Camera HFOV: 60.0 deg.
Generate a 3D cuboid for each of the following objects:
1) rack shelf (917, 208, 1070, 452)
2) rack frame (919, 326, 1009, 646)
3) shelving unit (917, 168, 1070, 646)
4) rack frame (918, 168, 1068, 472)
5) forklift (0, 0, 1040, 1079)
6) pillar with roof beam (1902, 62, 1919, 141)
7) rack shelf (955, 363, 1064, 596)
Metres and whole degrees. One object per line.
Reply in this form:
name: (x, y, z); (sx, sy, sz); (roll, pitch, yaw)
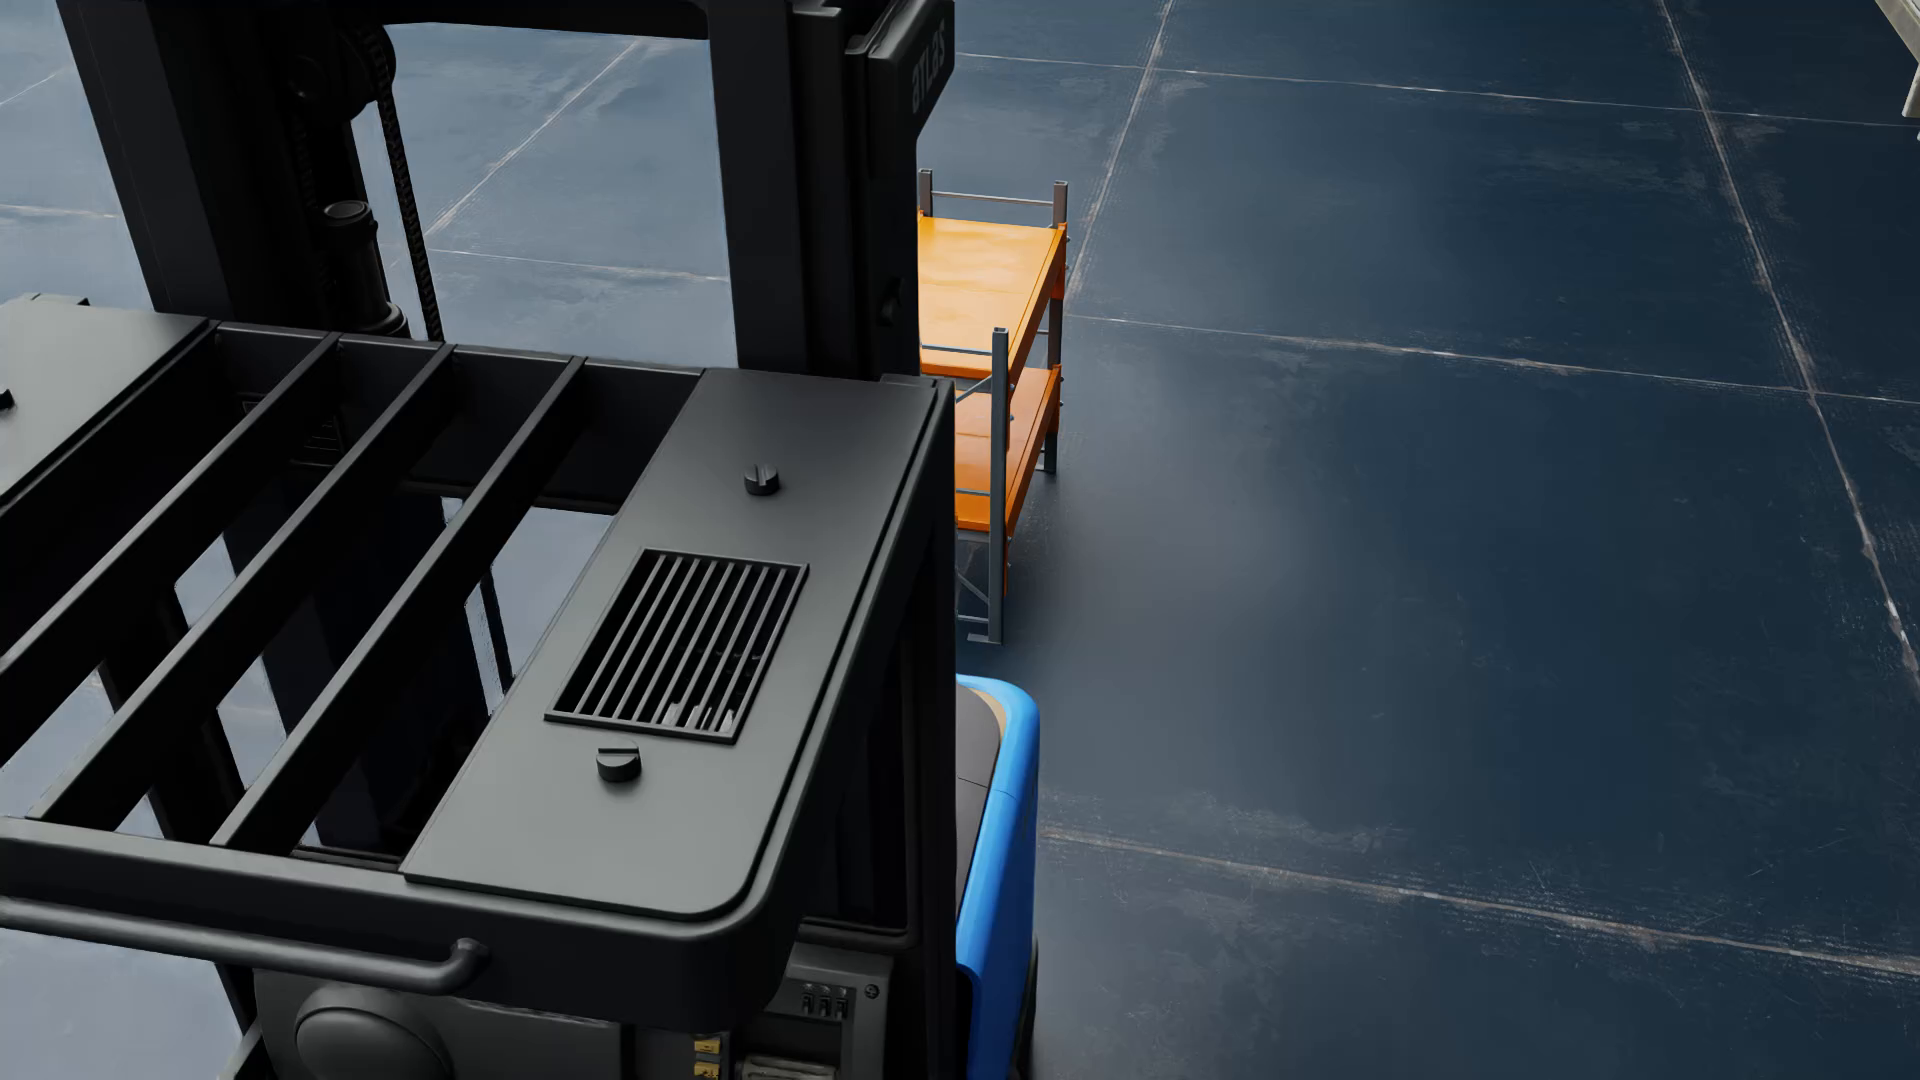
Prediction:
rack shelf: (-0.001, -0.689, 5.243); (0.538, 0.278, 1.000); (7, 37, 10)
rack frame: (-0.110, -0.160, 5.012); (0.500, 1.125, 0.032); (7, 37, 10)
shelving unit: (-0.001, -0.452, 5.415); (0.538, 1.125, 1.048); (7, 37, 10)
rack frame: (0.107, -0.743, 5.817); (0.500, 1.125, 0.032); (7, 37, 10)
forklift: (-0.593, 0.781, 2.175); (1.130, 2.935, 3.031); (6, 36, 9)
pillar with roof beam: (0.947, -6.339, 6.828); (9.100, 9.000, 0.400); (7, 37, 10)
rack shelf: (-0.001, -0.254, 5.558); (0.538, 0.278, 1.000); (7, 37, 10)
